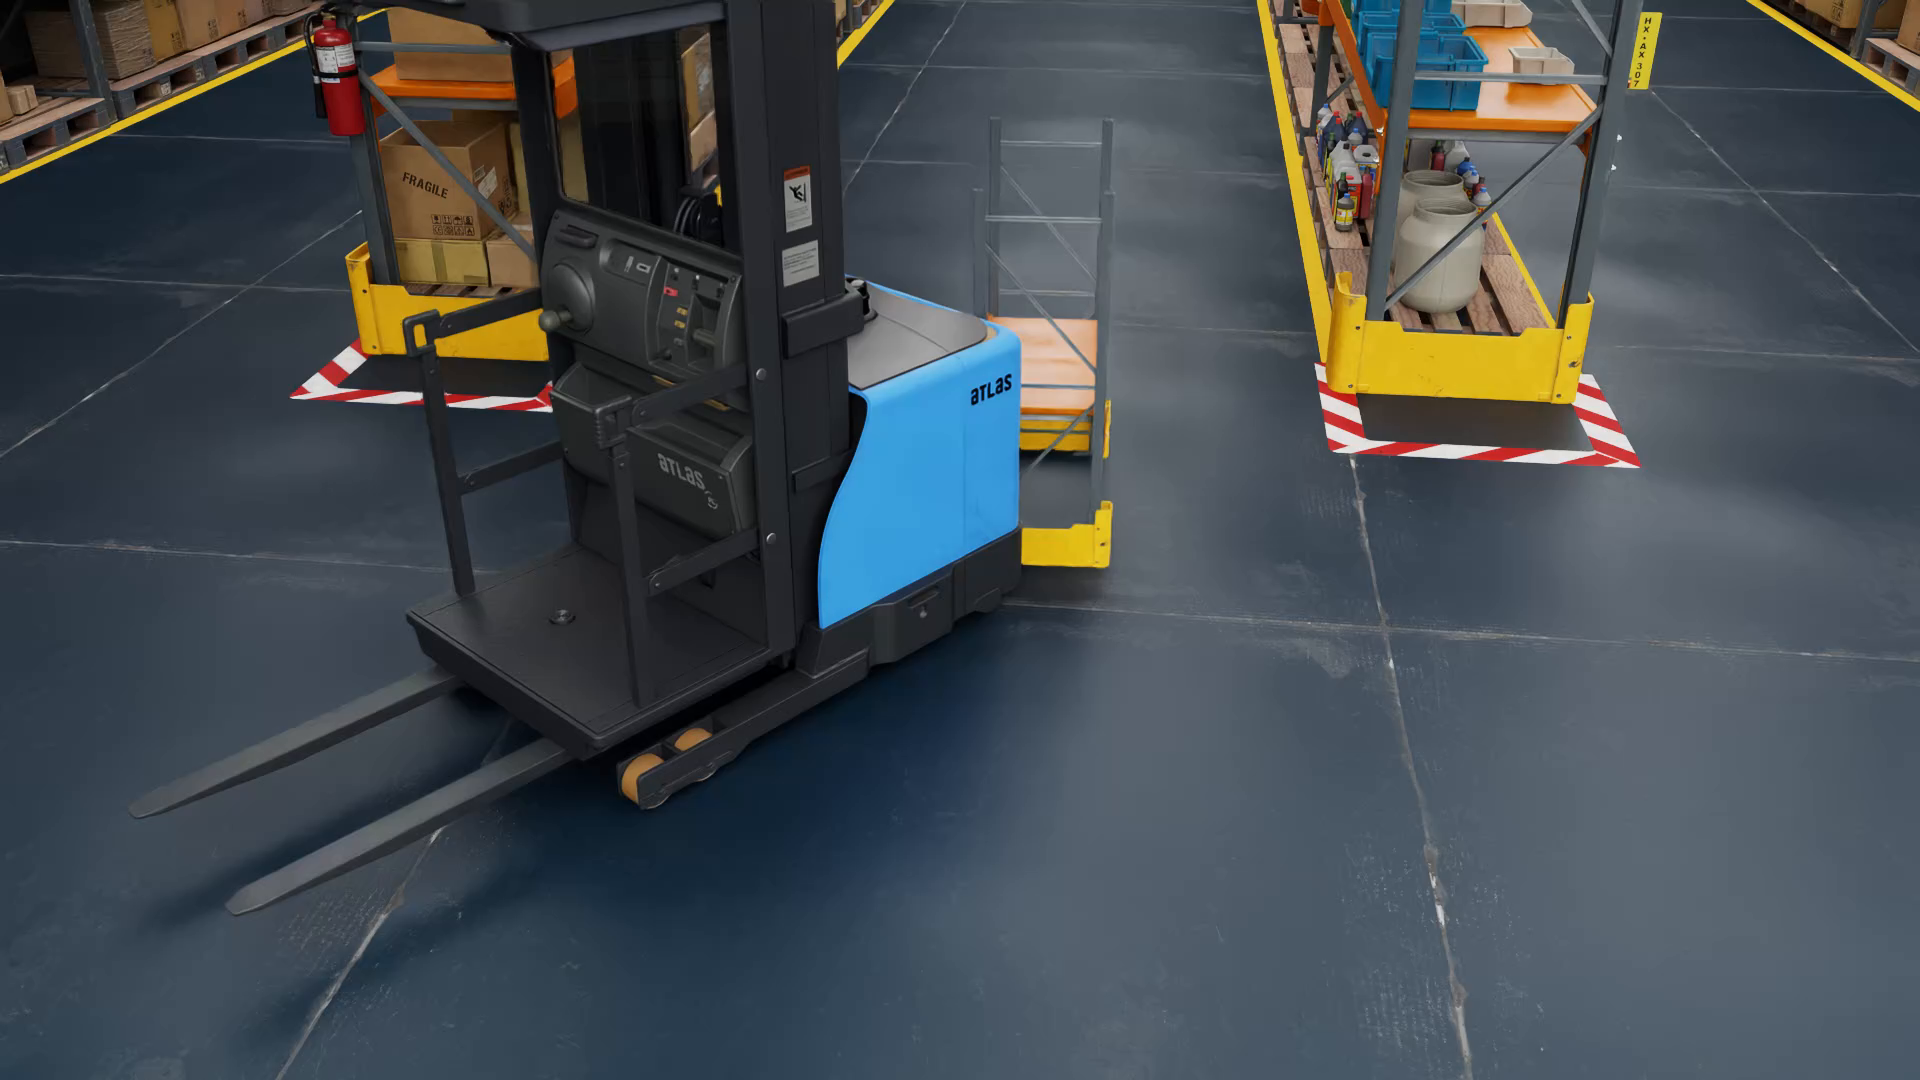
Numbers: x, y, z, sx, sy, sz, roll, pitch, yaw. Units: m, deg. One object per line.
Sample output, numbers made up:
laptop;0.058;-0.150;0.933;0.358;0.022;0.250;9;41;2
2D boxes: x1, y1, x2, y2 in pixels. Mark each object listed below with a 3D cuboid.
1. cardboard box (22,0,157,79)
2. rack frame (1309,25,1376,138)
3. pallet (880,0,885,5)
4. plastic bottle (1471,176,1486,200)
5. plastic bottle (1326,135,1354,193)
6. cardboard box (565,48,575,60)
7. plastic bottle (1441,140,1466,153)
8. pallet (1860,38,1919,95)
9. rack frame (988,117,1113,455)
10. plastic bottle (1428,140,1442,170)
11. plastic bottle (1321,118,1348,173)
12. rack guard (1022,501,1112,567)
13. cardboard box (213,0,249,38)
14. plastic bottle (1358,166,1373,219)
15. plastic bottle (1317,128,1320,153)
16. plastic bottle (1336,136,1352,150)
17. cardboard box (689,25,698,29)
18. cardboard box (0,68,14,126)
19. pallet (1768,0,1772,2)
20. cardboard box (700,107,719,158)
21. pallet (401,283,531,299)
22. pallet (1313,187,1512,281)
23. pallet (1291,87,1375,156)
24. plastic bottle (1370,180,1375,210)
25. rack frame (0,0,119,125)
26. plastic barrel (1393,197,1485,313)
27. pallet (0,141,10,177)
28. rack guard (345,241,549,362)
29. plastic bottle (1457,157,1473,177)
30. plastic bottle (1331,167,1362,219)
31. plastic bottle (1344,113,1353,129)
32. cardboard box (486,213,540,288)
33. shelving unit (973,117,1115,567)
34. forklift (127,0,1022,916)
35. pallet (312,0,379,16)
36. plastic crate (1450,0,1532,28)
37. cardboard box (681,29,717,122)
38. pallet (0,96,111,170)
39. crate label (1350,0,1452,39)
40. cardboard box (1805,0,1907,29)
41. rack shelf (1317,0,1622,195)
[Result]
cardboard box;-6.835;-3.944;13.081;0.700;0.500;0.500;4;29;8
rack frame;2.923;-3.928;10.879;1.000;3.000;0.127;3;28;6
pallet;-1.221;-5.795;17.284;1.003;0.211;1.213;3;28;6
plastic bottle;3.010;-1.984;9.670;0.061;0.283;0.133;4;29;7
plastic bottle;2.337;-2.311;10.206;0.144;0.351;0.185;3;28;6
cardboard box;-2.353;-2.845;8.763;0.700;0.500;0.500;4;29;8
plastic bottle;3.067;-2.393;10.359;0.144;0.351;0.185;3;28;6
pallet;8.232;-3.928;13.818;1.003;0.211;1.213;3;28;6
rack frame;0.373;-1.055;7.126;0.500;1.500;0.032;2;28;4
plastic bottle;2.962;-2.357;10.363;0.061;0.283;0.133;3;28;6
plastic bottle;2.389;-2.511;10.577;0.144;0.351;0.185;2;28;4
rack guard;0.299;-0.033;6.547;0.587;0.250;0.087;2;28;4
cardboard box;-6.667;-4.667;14.421;0.700;0.500;0.500;3;28;6
plastic bottle;2.387;-2.044;9.782;0.061;0.283;0.133;3;28;6
plastic bottle;2.424;-2.670;11.029;0.097;0.201;0.097;0;28;0
plastic bottle;2.409;-2.405;10.463;0.097;0.271;0.097;0;28;0
cardboard box;-2.227;-3.646;12.220;0.500;0.311;0.500;3;28;6
cardboard box;-6.997;-3.106;11.525;0.500;0.500;0.500;1;28;2
pallet;8.799;-5.811;17.313;1.003;0.211;1.213;3;28;6
cardboard box;-1.903;-2.726;11.104;0.500;0.250;0.500;3;28;6
pallet;-2.430;-1.470;9.255;1.003;0.211;1.213;3;28;6
pallet;2.653;-1.811;9.889;1.003;0.211;1.213;3;28;6
pallet;2.981;-3.072;12.230;1.003;0.211;1.213;3;28;6
plastic bottle;2.424;-2.081;9.936;0.097;0.201;0.097;0;28;0
rack frame;-6.909;-4.504;11.947;1.000;3.000;0.127;3;28;6
plastic barrel;2.438;-1.449;8.457;0.421;0.512;0.421;0;28;0
pallet;-7.103;-2.382;10.949;1.003;0.211;1.213;3;28;6
rack guard;-2.485;-1.223;8.493;1.175;0.500;0.348;3;28;6
plastic bottle;3.044;-2.177;10.041;0.097;0.271;0.097;0;28;0
plastic bottle;2.281;-2.047;9.794;0.152;0.276;0.135;4;29;7
plastic bottle;2.542;-2.642;10.891;0.061;0.283;0.133;3;28;6
cardboard box;-2.196;-1.549;8.918;0.500;0.250;0.500;3;28;6
shelving unit;0.336;-0.818;6.688;0.587;1.500;1.083;2;28;4
forklift;-1.141;-0.727;5.009;1.130;2.935;3.031;24;36;37
pallet;-6.248;-5.526;16.784;1.003;0.211;1.213;3;28;6
plastic crate;2.976;-3.033;9.495;0.530;0.136;0.437;3;28;6
cardboard box;-1.905;-3.057;10.926;0.500;0.500;0.500;3;28;6
pallet;-6.956;-2.958;12.018;1.003;0.211;1.213;3;28;6
crate label;2.390;-2.943;9.013;0.502;0.435;0.616;3;28;6
cardboard box;8.434;-5.096;14.844;1.225;0.875;0.875;2;28;4
rack shelf;2.678;-2.670;9.302;1.077;0.370;4.000;3;28;6
